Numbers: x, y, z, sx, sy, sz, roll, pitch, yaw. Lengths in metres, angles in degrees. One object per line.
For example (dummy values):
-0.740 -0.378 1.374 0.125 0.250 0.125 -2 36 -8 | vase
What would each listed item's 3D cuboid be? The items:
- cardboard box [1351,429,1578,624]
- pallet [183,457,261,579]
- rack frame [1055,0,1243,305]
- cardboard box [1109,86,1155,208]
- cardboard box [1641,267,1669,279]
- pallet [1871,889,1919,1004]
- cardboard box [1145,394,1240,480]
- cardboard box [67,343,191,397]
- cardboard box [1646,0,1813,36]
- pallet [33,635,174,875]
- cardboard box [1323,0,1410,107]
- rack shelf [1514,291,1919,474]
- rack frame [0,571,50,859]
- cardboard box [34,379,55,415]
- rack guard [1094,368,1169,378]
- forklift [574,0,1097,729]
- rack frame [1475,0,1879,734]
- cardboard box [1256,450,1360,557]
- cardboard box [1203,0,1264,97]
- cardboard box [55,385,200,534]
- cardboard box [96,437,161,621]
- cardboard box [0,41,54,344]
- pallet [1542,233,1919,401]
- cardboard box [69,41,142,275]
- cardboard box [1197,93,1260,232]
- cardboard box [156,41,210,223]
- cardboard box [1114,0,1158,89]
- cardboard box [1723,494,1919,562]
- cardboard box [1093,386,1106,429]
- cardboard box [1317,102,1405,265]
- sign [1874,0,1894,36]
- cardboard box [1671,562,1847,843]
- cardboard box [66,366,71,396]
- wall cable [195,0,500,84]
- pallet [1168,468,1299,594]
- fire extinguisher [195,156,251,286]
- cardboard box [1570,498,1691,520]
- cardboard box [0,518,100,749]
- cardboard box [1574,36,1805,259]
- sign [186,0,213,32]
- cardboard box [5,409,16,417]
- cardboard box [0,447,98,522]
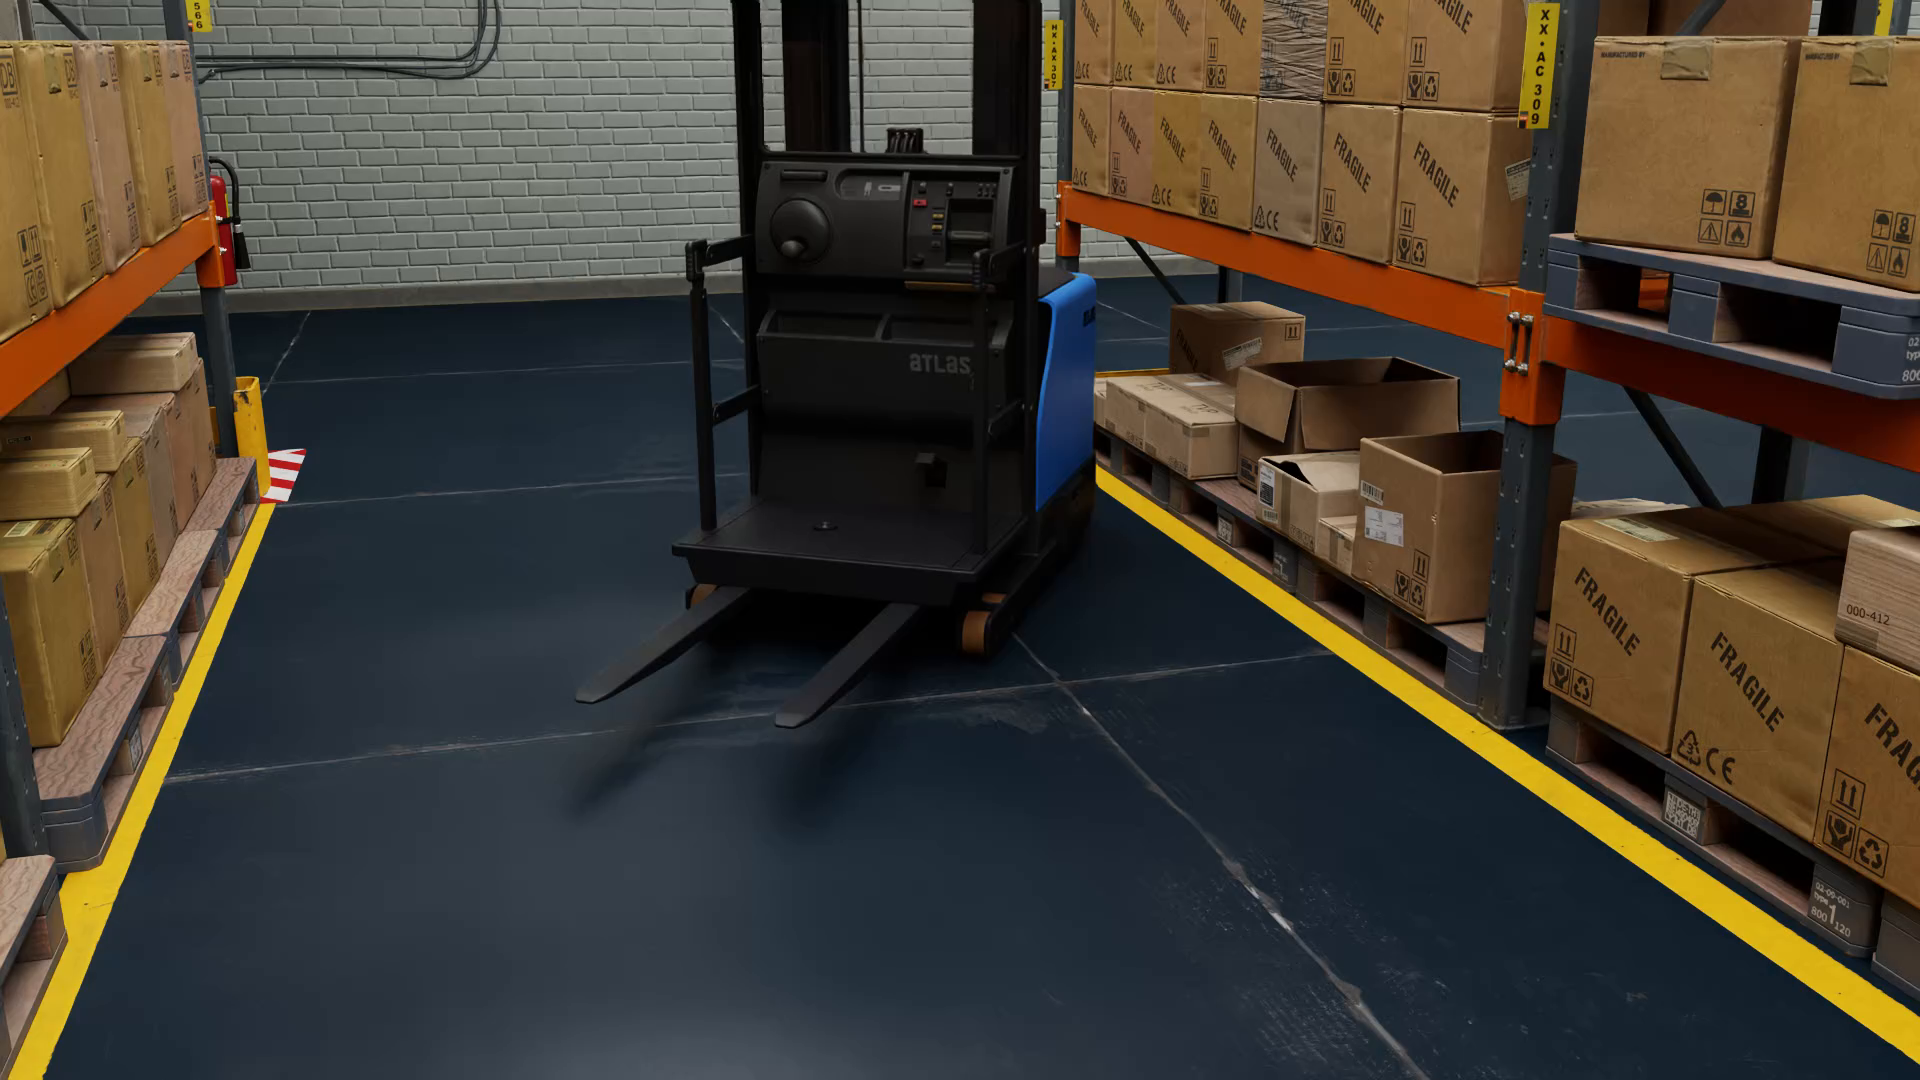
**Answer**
1.656 -0.057 5.510 0.500 0.500 0.500 -5 17 -15 | cardboard box
-3.481 -0.072 6.825 1.003 0.211 1.213 -5 17 -15 | pallet
0.986 -2.015 8.447 1.000 3.000 0.127 -5 17 -15 | rack frame
1.001 -1.777 7.481 0.500 0.500 0.500 -5 17 -16 | cardboard box
2.207 -1.119 5.290 0.500 0.500 0.500 -4 17 -14 | cardboard box
2.684 0.987 3.300 1.003 0.211 1.213 -5 17 -15 | pallet
1.137 -0.460 7.283 0.500 0.250 0.500 -5 17 -15 | cardboard box
-3.206 -0.660 6.422 0.380 0.149 0.250 -4 17 -14 | cardboard box
2.226 -1.588 5.113 0.500 0.500 0.500 -4 17 -14 | cardboard box
-2.811 0.603 4.578 1.003 0.211 1.213 -5 17 -15 | pallet
1.554 -1.696 5.474 0.500 0.500 0.500 -5 17 -16 | cardboard box
2.635 -0.011 3.025 1.077 0.370 4.000 -5 17 -15 | rack shelf
-2.677 -0.516 3.456 1.000 3.000 0.127 -5 17 -15 | rack frame
-3.435 -0.491 5.859 0.380 0.149 0.250 -4 17 -14 | cardboard box
1.007 -0.797 8.736 1.175 0.500 0.348 -5 17 -15 | rack guard
-0.331 -1.129 5.616 1.130 2.935 3.031 5 17 16 | forklift
2.085 -0.909 4.763 1.000 3.000 0.127 -5 17 -15 | rack frame
1.450 -0.174 6.228 0.500 0.311 0.500 -5 17 -15 | cardboard box
1.278 -1.975 6.402 0.500 0.500 0.500 -5 17 -16 | cardboard box
-3.350 -0.302 6.360 0.700 0.500 0.500 -5 17 -15 | cardboard box
-3.058 -0.016 5.408 0.700 0.500 0.500 -4 17 -14 | cardboard box
-2.810 -0.811 3.917 0.980 0.700 0.700 -4 17 -14 | cardboard box
2.200 -0.587 4.026 1.003 0.211 1.213 -5 17 -15 | pallet
-3.215 -1.214 5.258 0.980 0.700 0.700 -6 18 -18 | cardboard box
1.272 -1.500 6.557 0.500 0.500 0.500 -4 17 -15 | cardboard box
-3.626 -1.626 6.629 0.980 0.700 0.700 -4 17 -13 | cardboard box
1.005 -2.254 7.331 0.500 0.500 0.500 -5 17 -15 | cardboard box
2.496 0.192 4.681 0.500 0.500 0.500 -5 17 -16 | cardboard box
0.839 -0.657 8.085 0.380 0.166 0.250 -5 17 -15 | cardboard box
1.558 -1.217 5.616 0.500 0.500 0.500 -4 17 -14 | cardboard box
2.618 -1.508 4.746 0.100 0.325 0.005 -5 17 -15 | sign
2.141 0.377 4.062 0.500 0.500 0.500 -4 17 -14 | cardboard box
-3.574 -0.630 6.323 0.380 0.149 0.250 -5 17 -15 | cardboard box
-4.987 -4.601 12.026 3.097 2.526 0.112 -5 17 -15 | wall cable
1.558 -0.101 6.923 1.003 0.211 1.213 -5 17 -15 | pallet
-3.374 -1.485 7.465 0.296 0.674 0.183 -5 17 -15 | fire extinguisher
2.178 0.035 5.530 0.500 0.311 0.500 -5 17 -15 | cardboard box
-2.784 0.265 4.471 0.700 0.500 0.500 -4 17 -15 | cardboard box
2.000 -1.009 4.194 0.700 0.500 0.500 -12 20 -34 | cardboard box
-3.251 -2.330 7.069 0.100 0.325 0.005 -5 17 -15 | sign
-3.295 -0.350 5.389 0.380 0.149 0.250 -5 17 -16 | cardboard box
-2.703 -0.155 4.741 0.380 0.149 0.250 -4 17 -13 | cardboard box
